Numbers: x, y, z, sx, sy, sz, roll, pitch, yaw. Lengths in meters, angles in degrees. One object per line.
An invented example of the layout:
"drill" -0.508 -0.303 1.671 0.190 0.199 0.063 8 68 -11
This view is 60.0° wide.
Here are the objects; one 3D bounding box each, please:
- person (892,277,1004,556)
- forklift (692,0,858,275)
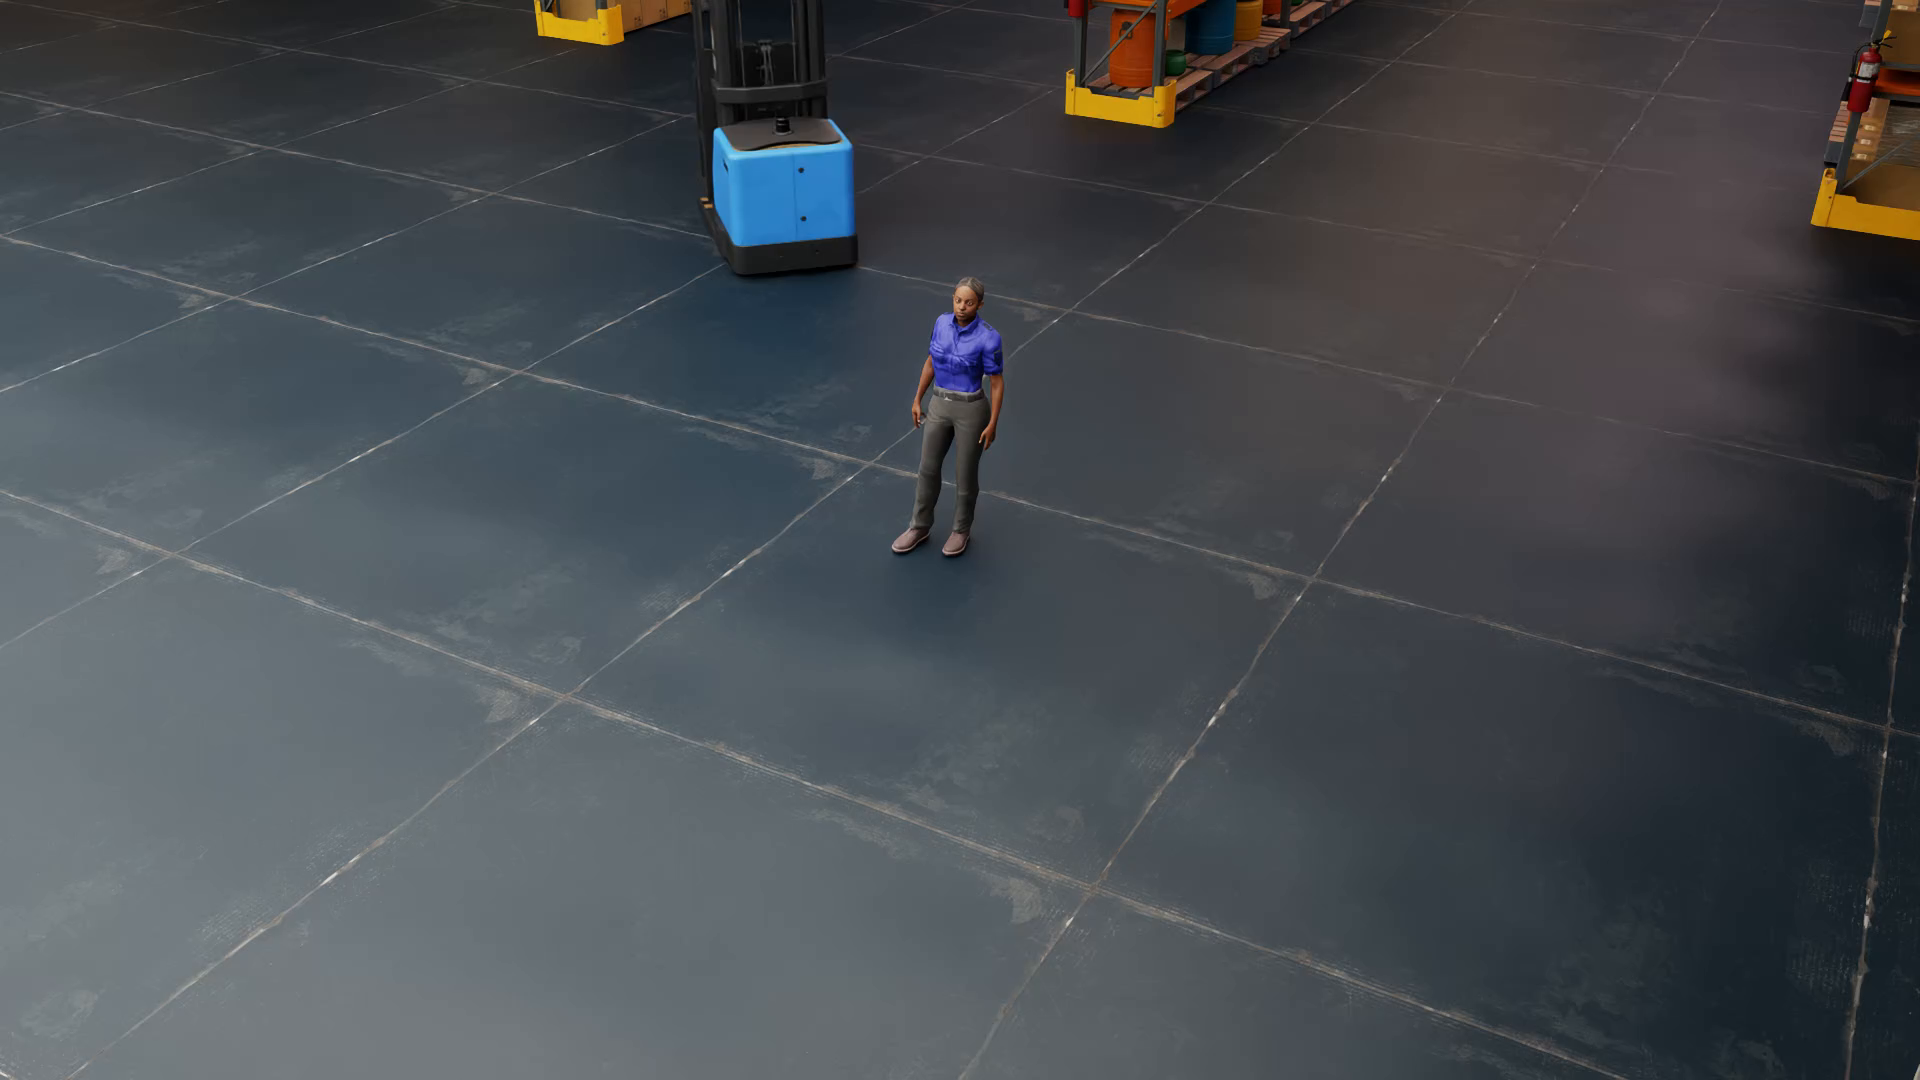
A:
"person" -0.060 -0.689 9.528 0.569 1.654 0.504 15 33 25
"forklift" -1.756 -4.168 14.293 1.130 2.935 3.031 -8 31 -14
